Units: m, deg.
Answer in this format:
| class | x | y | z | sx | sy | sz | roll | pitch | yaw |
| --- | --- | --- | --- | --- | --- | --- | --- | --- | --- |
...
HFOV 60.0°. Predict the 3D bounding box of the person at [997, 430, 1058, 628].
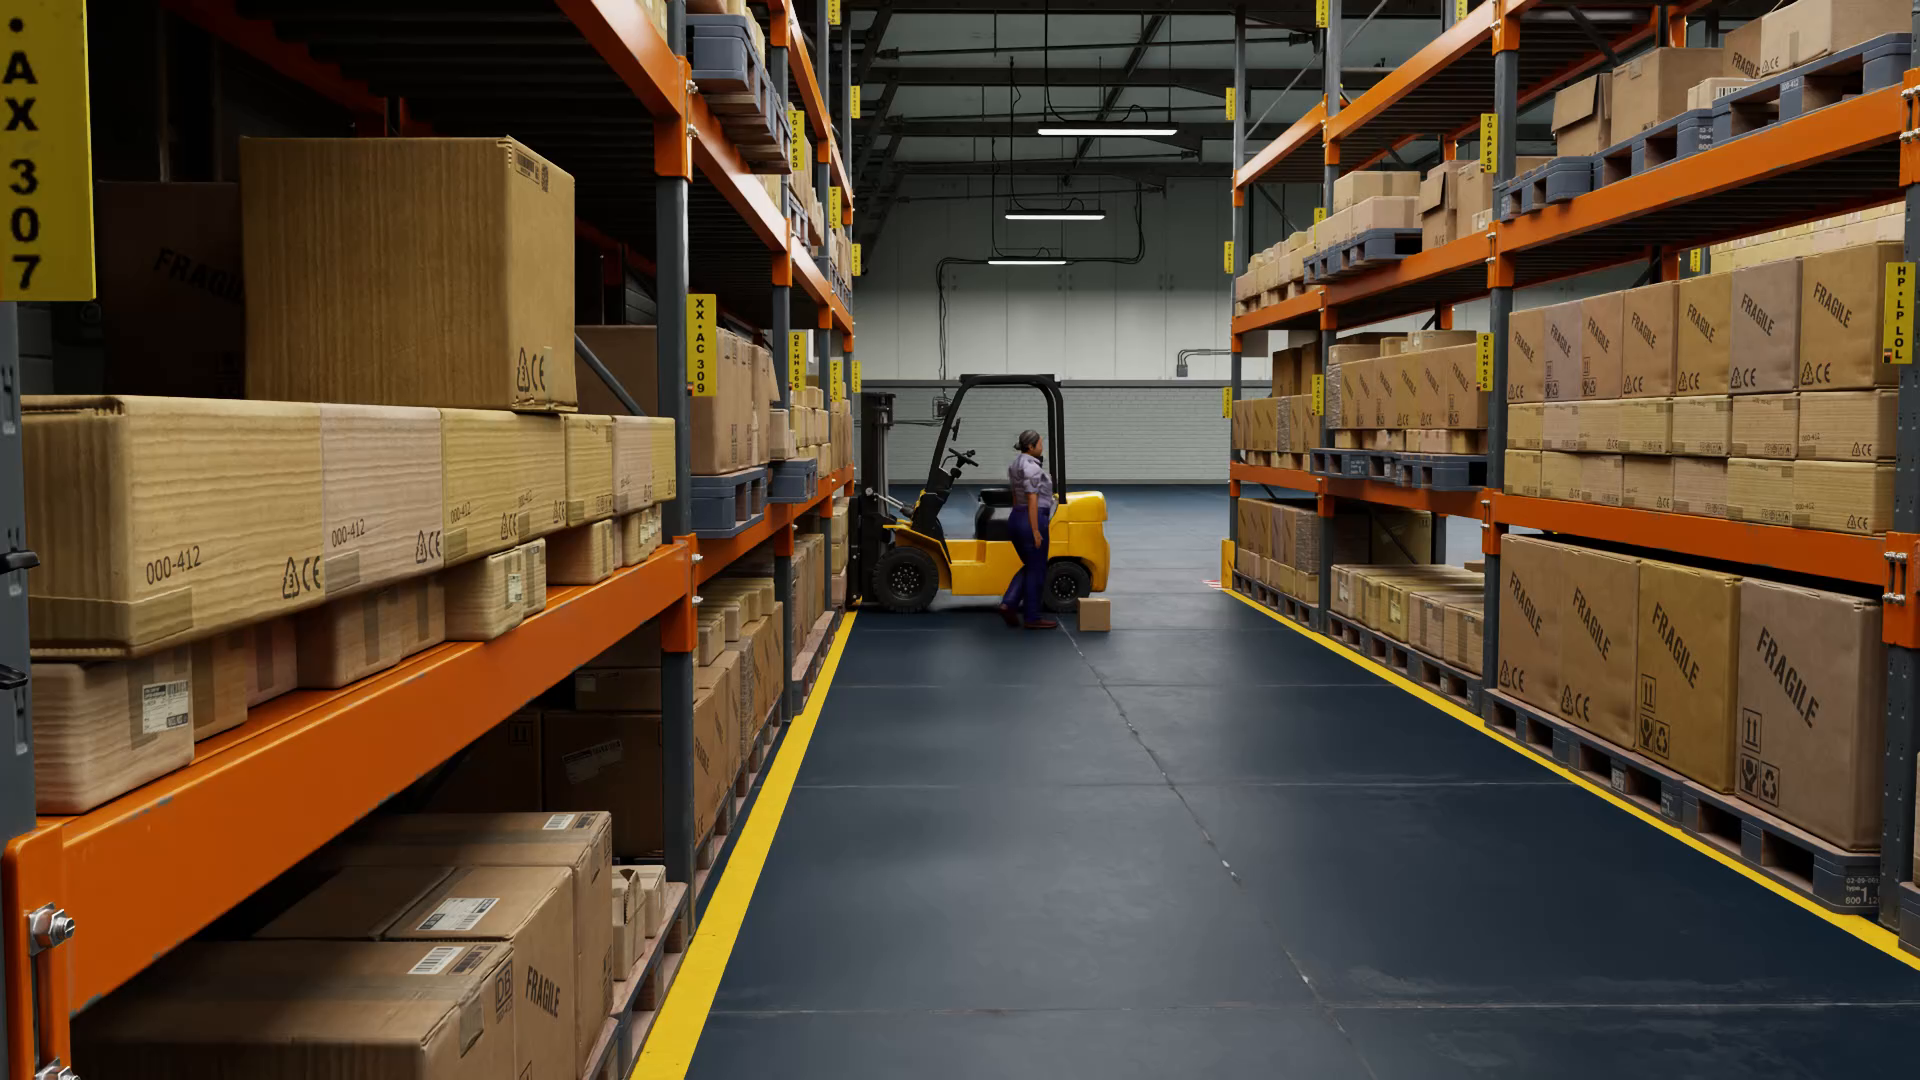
| class | x | y | z | sx | sy | sz | roll | pitch | yaw |
| --- | --- | --- | --- | --- | --- | --- | --- | --- | --- |
| person | 0.588 | -0.081 | 13.800 | 0.455 | 1.668 | 0.493 | -2 | 4 | -22 |
